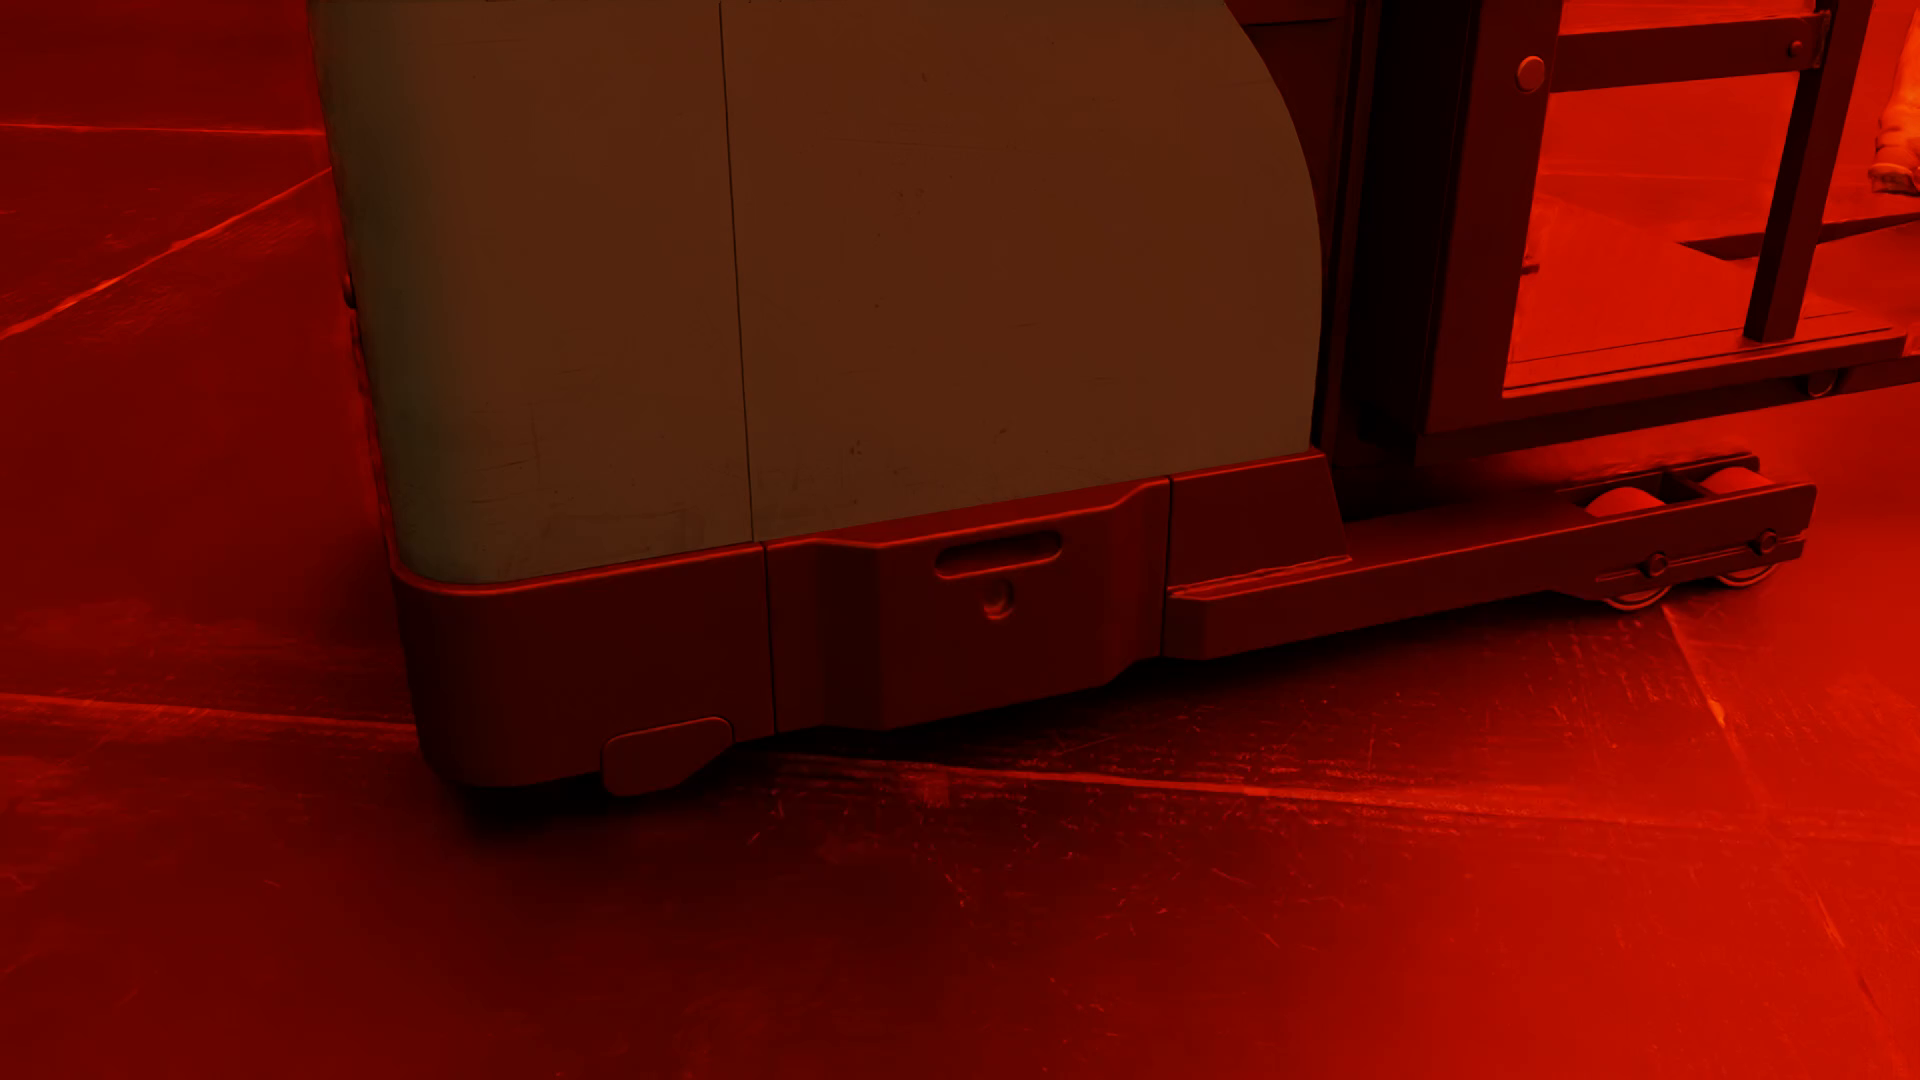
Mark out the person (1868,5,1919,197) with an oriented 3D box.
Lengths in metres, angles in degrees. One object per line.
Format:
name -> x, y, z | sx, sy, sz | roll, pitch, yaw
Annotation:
person -> 2.756, -1.539, 3.877 | 0.811, 1.507, 0.801 | 20, 33, 35

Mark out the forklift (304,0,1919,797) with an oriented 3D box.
forklift -> 0.664, -1.424, 2.072 | 3.031, 2.935, 1.130 | -10, 28, -19
